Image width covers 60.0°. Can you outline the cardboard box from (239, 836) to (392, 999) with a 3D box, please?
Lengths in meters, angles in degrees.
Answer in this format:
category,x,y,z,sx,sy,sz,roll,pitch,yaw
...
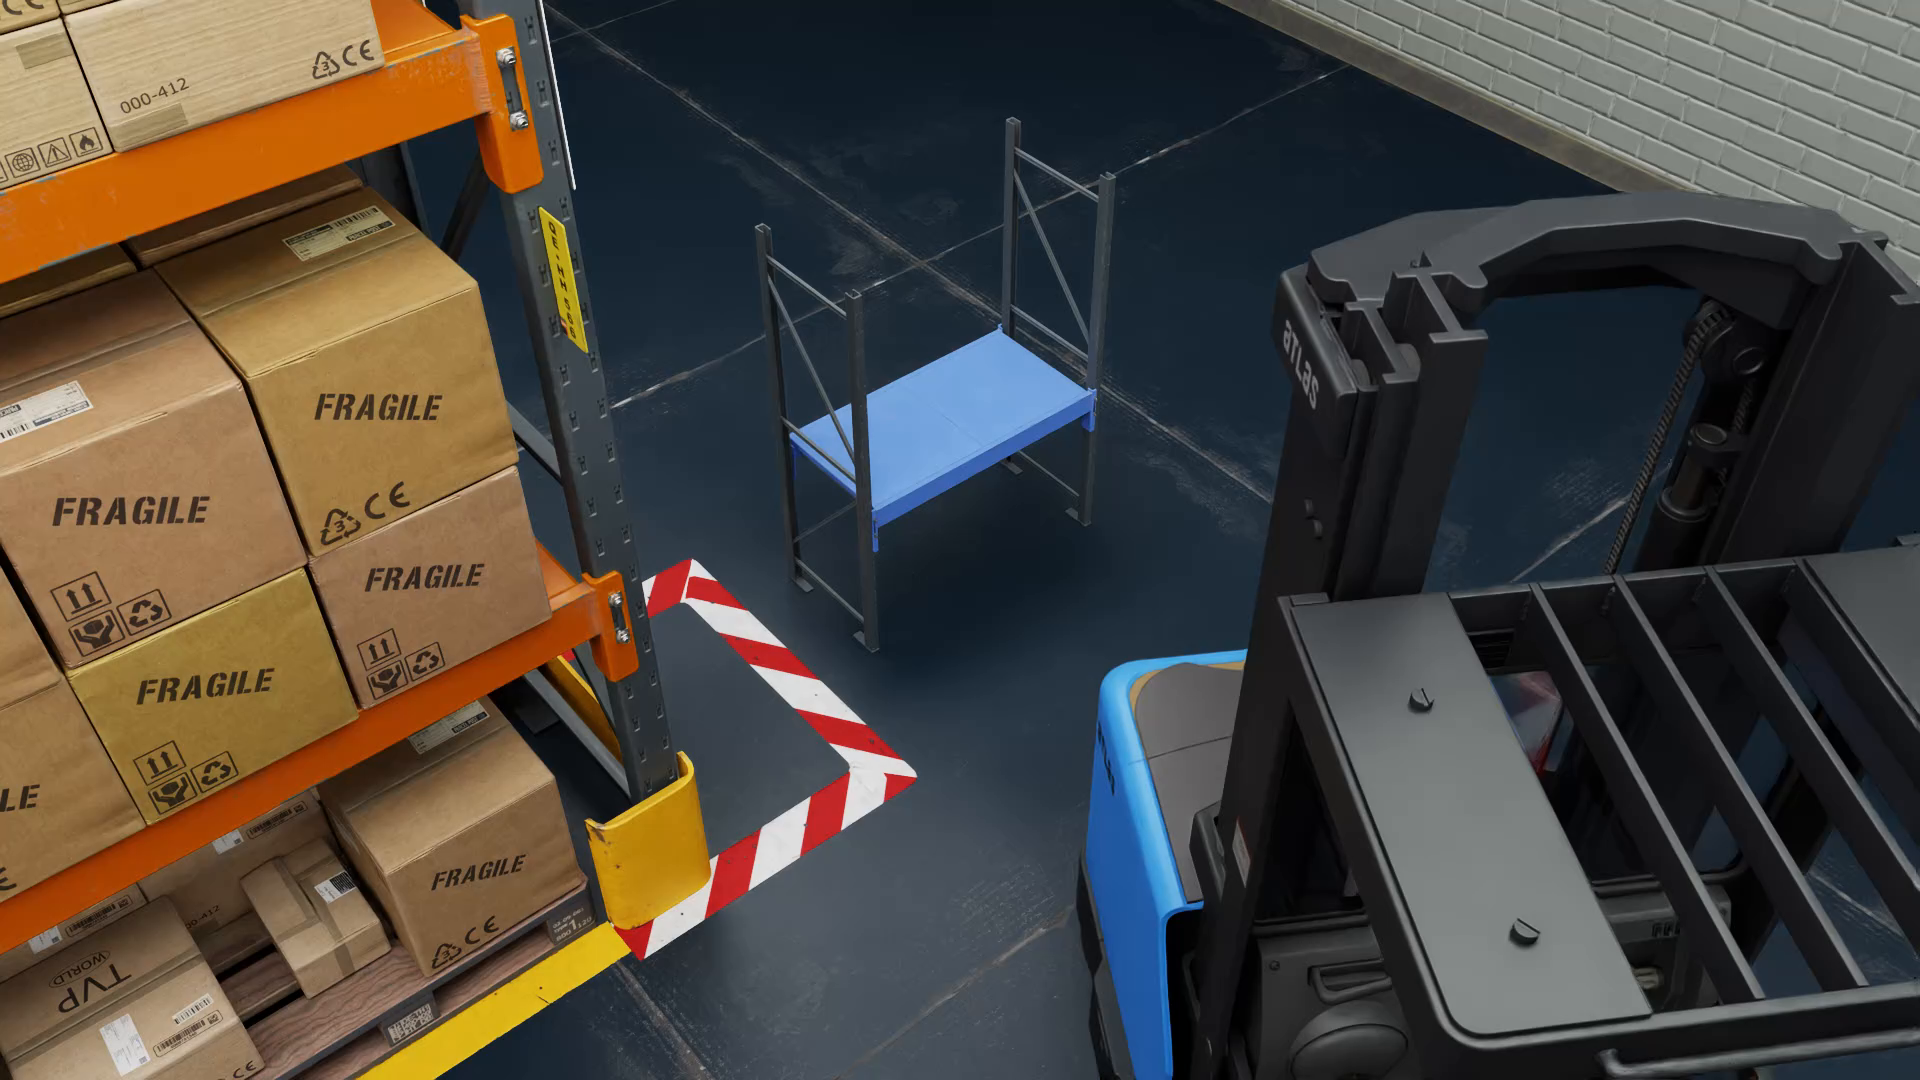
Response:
category,x,y,z,sx,sy,sz,roll,pitch,yaw
cardboard box,-1.819,1.053,4.686,0.250,0.166,0.380,-30,51,-28

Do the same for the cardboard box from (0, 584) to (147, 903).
category,x,y,z,sx,sy,sz,roll,pitch,yaw
cardboard box,-2.143,0.431,3.527,0.500,0.500,0.500,-29,51,-28

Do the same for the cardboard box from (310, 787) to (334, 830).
category,x,y,z,sx,sy,sz,roll,pitch,yaw
cardboard box,-1.925,0.668,5.096,0.250,0.166,0.380,-30,51,-28

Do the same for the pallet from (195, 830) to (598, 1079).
category,x,y,z,sx,sy,sz,roll,pitch,yaw
pallet,-1.861,1.083,4.943,1.213,0.211,1.003,-30,51,-28

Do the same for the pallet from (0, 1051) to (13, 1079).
category,x,y,z,sx,sy,sz,roll,pitch,yaw
pallet,-2.796,1.616,4.376,1.213,0.211,1.003,-30,51,-28

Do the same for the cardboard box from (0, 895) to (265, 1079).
category,x,y,z,sx,sy,sz,roll,pitch,yaw
cardboard box,-2.199,1.294,4.368,0.500,0.250,0.500,-30,51,-28

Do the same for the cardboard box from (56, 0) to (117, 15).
category,x,y,z,sx,sy,sz,roll,pitch,yaw
cardboard box,-1.422,-1.179,2.868,0.500,0.250,0.500,-30,51,-28

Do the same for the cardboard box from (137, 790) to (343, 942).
category,x,y,z,sx,sy,sz,roll,pitch,yaw
cardboard box,-2.174,0.834,4.858,0.500,0.250,0.500,-30,51,-28

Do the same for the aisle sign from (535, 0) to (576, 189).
category,x,y,z,sx,sy,sz,roll,pitch,yaw
aisle sign,-0.943,-1.135,3.368,0.004,0.787,0.394,-30,51,-28

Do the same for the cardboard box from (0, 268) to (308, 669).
category,x,y,z,sx,sy,sz,roll,pitch,yaw
cardboard box,-1.744,-0.156,3.422,0.500,0.500,0.500,-28,50,-27

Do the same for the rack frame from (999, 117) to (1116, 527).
category,x,y,z,sx,sy,sz,roll,pitch,yaw
rack frame,0.325,-0.733,5.934,0.032,1.500,0.500,-30,51,-28

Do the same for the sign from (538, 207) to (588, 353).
category,x,y,z,sx,sy,sz,roll,pitch,yaw
sign,-0.851,-0.555,3.573,0.005,0.325,0.100,-30,51,-28

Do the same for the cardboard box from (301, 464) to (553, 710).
category,x,y,z,sx,sy,sz,roll,pitch,yaw
cardboard box,-1.361,-0.015,4.001,0.500,0.500,0.500,-28,50,-27

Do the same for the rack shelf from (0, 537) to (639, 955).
category,x,y,z,sx,sy,sz,roll,pitch,yaw
rack shelf,-2.726,0.823,3.708,4.000,0.370,1.077,-30,51,-28

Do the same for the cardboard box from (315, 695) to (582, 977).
category,x,y,z,sx,sy,sz,roll,pitch,yaw
cardboard box,-1.451,0.801,4.710,0.500,0.500,0.500,-30,51,-28

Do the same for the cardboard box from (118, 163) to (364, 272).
category,x,y,z,sx,sy,sz,roll,pitch,yaw
cardboard box,-1.701,-0.662,3.961,0.500,0.500,0.500,-28,50,-27

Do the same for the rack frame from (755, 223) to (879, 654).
category,x,y,z,sx,sy,sz,roll,pitch,yaw
rack frame,-0.455,-0.286,5.459,0.032,1.500,0.500,-30,51,-28

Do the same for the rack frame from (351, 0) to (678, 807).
category,x,y,z,sx,sy,sz,roll,pitch,yaw
rack frame,-1.192,-0.318,4.397,0.127,3.000,1.000,-30,51,-28

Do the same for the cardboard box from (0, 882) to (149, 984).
category,x,y,z,sx,sy,sz,roll,pitch,yaw
cardboard box,-2.558,1.053,4.625,0.500,0.250,0.500,-30,51,-28

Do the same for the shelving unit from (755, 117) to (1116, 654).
category,x,y,z,sx,sy,sz,roll,pitch,yaw
shelving unit,-0.065,-0.509,5.697,1.048,1.500,0.538,-30,51,-28

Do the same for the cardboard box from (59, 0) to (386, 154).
category,x,y,z,sx,sy,sz,roll,pitch,yaw
cardboard box,-1.417,-0.992,3.034,0.500,0.250,0.500,-30,51,-28

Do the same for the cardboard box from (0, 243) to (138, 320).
category,x,y,z,sx,sy,sz,roll,pitch,yaw
cardboard box,-2.097,-0.429,3.712,0.500,0.500,0.500,-29,51,-27

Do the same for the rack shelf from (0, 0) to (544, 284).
category,x,y,z,sx,sy,sz,roll,pitch,yaw
rack shelf,-2.726,-0.271,2.681,4.000,0.370,1.077,-30,51,-28

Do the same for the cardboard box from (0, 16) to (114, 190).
category,x,y,z,sx,sy,sz,roll,pitch,yaw
cardboard box,-1.807,-0.779,2.806,0.500,0.250,0.500,-30,51,-28

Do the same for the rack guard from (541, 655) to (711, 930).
category,x,y,z,sx,sy,sz,roll,pitch,yaw
rack guard,-1.250,0.627,5.217,0.348,0.500,1.175,-30,51,-28

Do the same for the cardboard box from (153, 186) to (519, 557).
category,x,y,z,sx,sy,sz,roll,pitch,yaw
cardboard box,-1.357,-0.379,3.659,0.500,0.500,0.500,-30,51,-28

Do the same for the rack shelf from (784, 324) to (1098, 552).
category,x,y,z,sx,sy,sz,roll,pitch,yaw
rack shelf,-0.065,-0.378,5.820,1.000,0.185,0.538,-30,51,-28

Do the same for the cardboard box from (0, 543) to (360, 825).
category,x,y,z,sx,sy,sz,roll,pitch,yaw
cardboard box,-1.756,0.215,3.757,0.500,0.500,0.500,-29,51,-28

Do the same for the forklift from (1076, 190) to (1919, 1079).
category,x,y,z,sx,sy,sz,roll,pitch,yaw
forklift,1.058,0.992,3.053,1.130,2.935,3.031,-5,43,-6

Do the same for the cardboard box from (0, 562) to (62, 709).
category,x,y,z,sx,sy,sz,roll,pitch,yaw
cardboard box,-2.138,0.074,3.177,0.500,0.500,0.500,-28,50,-27

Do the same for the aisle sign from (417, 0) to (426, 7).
category,x,y,z,sx,sy,sz,roll,pitch,yaw
aisle sign,-1.328,-1.450,3.703,0.004,0.787,0.394,-30,51,-28

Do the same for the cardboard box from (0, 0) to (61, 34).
category,x,y,z,sx,sy,sz,roll,pitch,yaw
cardboard box,-1.806,-0.959,2.634,0.500,0.250,0.500,-30,51,-28
